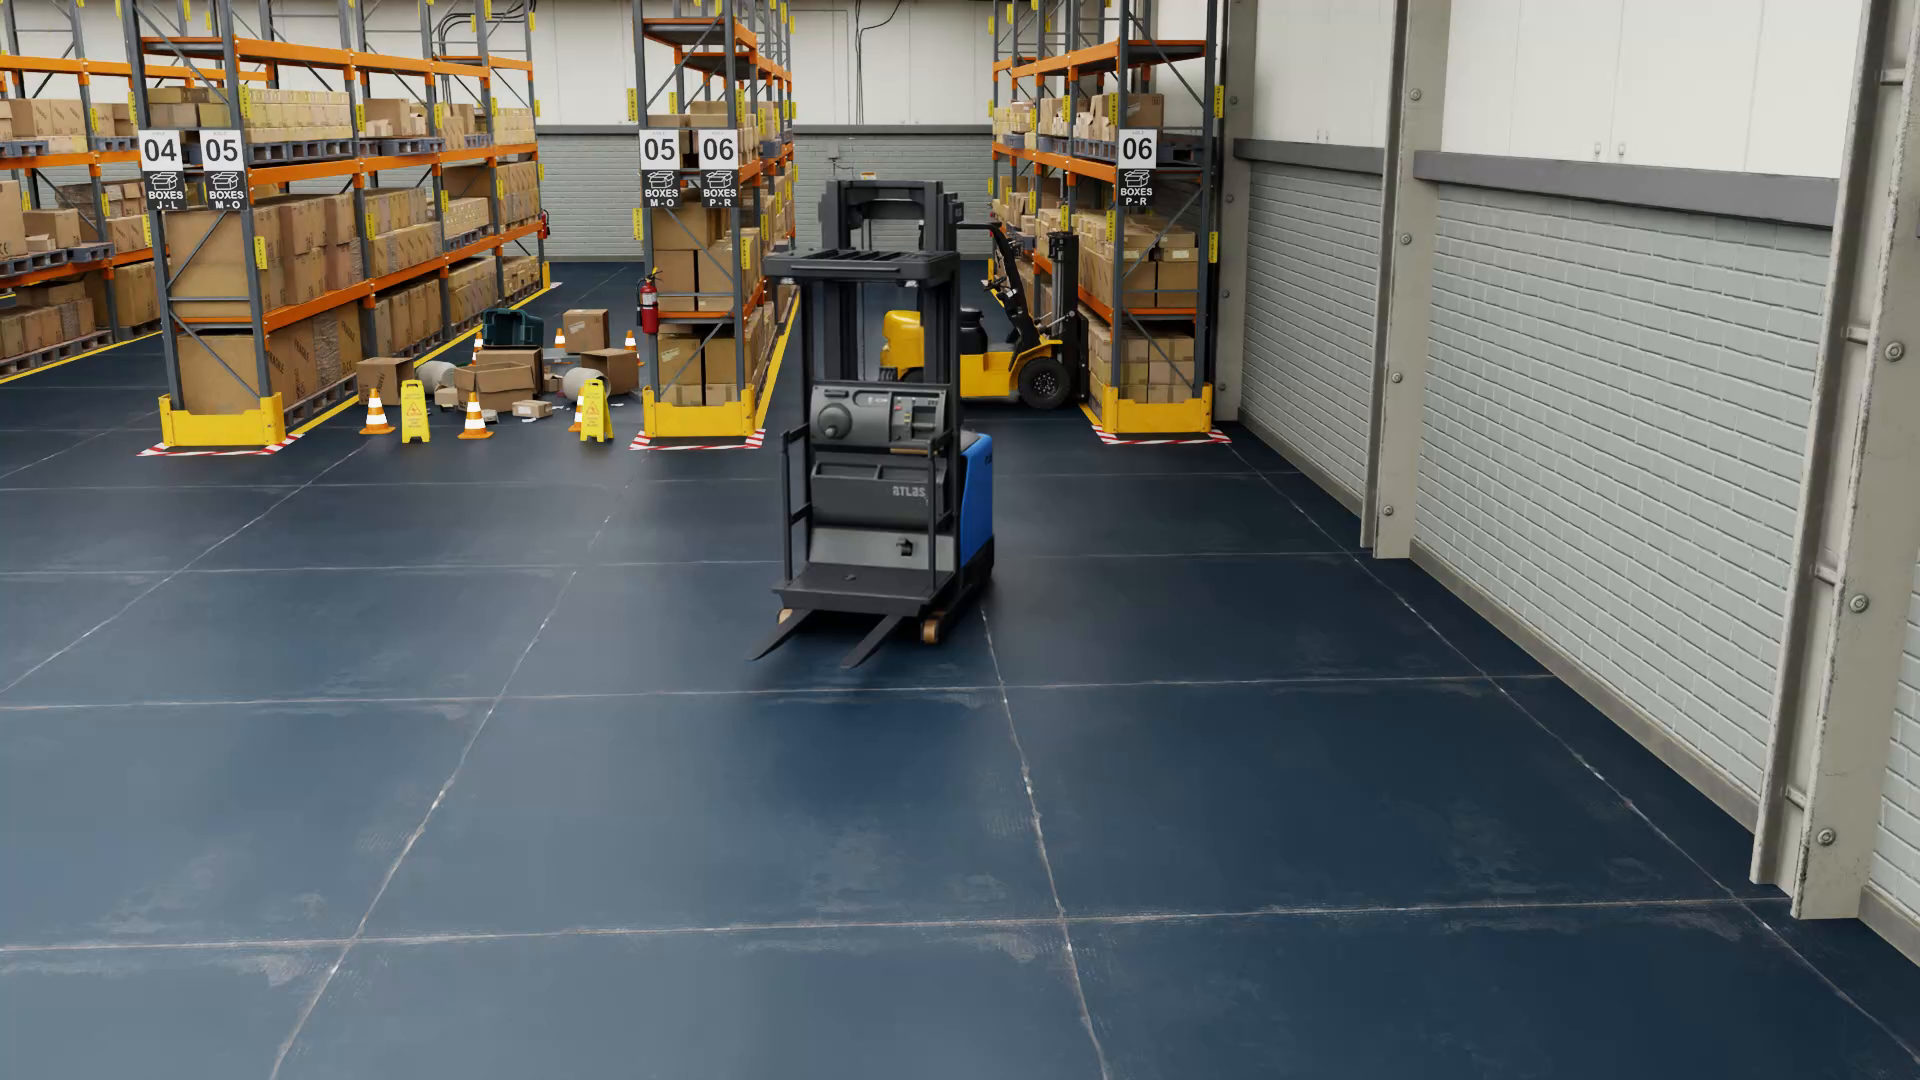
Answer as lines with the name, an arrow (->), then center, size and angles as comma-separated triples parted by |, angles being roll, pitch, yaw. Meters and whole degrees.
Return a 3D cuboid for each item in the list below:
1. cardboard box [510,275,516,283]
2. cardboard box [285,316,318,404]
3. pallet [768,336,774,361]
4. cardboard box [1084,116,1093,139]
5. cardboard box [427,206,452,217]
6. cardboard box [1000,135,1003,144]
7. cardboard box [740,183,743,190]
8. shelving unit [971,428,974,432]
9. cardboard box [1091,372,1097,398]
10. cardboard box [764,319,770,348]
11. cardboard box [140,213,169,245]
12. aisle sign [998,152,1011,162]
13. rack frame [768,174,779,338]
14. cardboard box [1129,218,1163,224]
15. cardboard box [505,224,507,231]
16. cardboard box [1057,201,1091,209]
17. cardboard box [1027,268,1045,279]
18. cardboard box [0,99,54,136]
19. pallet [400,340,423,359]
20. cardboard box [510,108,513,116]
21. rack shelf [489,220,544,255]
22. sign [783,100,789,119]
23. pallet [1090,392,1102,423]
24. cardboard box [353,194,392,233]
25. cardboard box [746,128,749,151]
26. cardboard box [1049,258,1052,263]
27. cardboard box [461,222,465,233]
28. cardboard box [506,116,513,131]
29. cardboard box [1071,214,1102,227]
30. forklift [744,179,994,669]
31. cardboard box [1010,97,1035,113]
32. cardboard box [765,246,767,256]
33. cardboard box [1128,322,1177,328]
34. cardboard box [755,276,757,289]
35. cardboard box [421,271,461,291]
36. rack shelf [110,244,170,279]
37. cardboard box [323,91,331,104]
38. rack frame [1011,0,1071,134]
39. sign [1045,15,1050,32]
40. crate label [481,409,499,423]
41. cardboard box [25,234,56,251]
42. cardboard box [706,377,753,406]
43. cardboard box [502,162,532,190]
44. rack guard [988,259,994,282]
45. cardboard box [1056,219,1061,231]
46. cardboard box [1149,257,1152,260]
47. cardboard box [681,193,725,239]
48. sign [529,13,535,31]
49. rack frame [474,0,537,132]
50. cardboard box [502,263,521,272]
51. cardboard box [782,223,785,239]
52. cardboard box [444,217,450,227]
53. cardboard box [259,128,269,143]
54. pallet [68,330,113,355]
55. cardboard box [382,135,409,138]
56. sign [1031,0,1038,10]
cardboard box -> -8.350, -4.791, 30.409 | 0.380, 0.149, 0.250 | 0, 14, -1
cardboard box -> -7.904, -2.048, 18.887 | 0.875, 0.875, 0.875 | -1, 14, -4
pallet -> -3.182, -2.731, 23.716 | 1.003, 0.211, 1.213 | -1, 14, -3
cardboard box -> 1.689, -4.927, 19.861 | 0.396, 0.266, 0.258 | -1, 14, -5
cardboard box -> -8.101, -5.092, 25.766 | 0.380, 0.149, 0.250 | -1, 14, -4
cardboard box -> 0.943, -7.511, 31.182 | 0.380, 0.149, 0.250 | -1, 14, -3
cardboard box -> -3.594, -5.235, 25.647 | 0.500, 0.500, 0.500 | -1, 14, -5
shelving unit -> 0.000, -0.438, 13.422 | 0.258, 0.900, 0.210 | -1, 14, -3
cardboard box -> 1.783, -1.774, 19.076 | 0.500, 0.250, 0.500 | -1, 14, -3
cardboard box -> -3.136, -2.823, 22.911 | 0.950, 0.372, 0.625 | 0, 14, 0
cardboard box -> -13.049, -4.979, 26.656 | 0.500, 0.500, 0.500 | -1, 14, -3
aisle sign -> 0.860, -7.917, 33.059 | 0.394, 0.787, 0.004 | -1, 14, -3
rack frame -> -3.301, -4.578, 25.300 | 1.000, 3.000, 0.127 | -1, 14, -3
cardboard box -> 2.304, -3.903, 20.576 | 0.380, 0.149, 0.250 | -1, 14, -5
cardboard box -> -8.344, -5.622, 29.860 | 0.380, 0.149, 0.250 | -2, 15, -6
cardboard box -> 1.777, -5.038, 26.044 | 0.500, 0.500, 0.500 | 0, 14, -1
cardboard box -> 1.315, -4.412, 27.526 | 0.380, 0.149, 0.250 | -2, 15, -6
cardboard box -> -12.855, -5.803, 22.837 | 0.500, 0.500, 0.500 | -1, 14, -2
pallet -> -8.189, -2.626, 23.310 | 1.003, 0.211, 1.213 | -1, 14, -3
cardboard box -> -8.322, -7.755, 30.126 | 0.380, 0.149, 0.250 | -1, 14, -5
rack shelf -> -8.607, -5.621, 30.795 | 1.077, 0.370, 4.000 | -1, 14, -3
sign -> -3.008, -7.439, 28.731 | 0.100, 0.325, 0.005 | -1, 14, -3
pallet -> 2.059, -1.505, 18.953 | 1.003, 0.211, 1.213 | -1, 14, -3
cardboard box -> -8.089, -4.392, 22.367 | 0.700, 0.500, 0.500 | -1, 14, -3
cardboard box -> -2.649, -4.495, 18.663 | 0.500, 0.250, 0.500 | 0, 14, -2
cardboard box -> 1.532, -4.087, 23.692 | 0.500, 0.250, 0.500 | 0, 14, -2
cardboard box -> -8.146, -5.003, 26.611 | 0.380, 0.149, 0.250 | -1, 14, -3
cardboard box -> -8.317, -7.466, 29.803 | 0.500, 0.250, 0.500 | -1, 14, -2
cardboard box -> 1.624, -4.084, 21.279 | 0.380, 0.149, 0.250 | -1, 14, -2
forklift -> -0.597, -0.841, 10.913 | 1.130, 2.935, 3.031 | 4, 15, 14
cardboard box -> 1.075, -7.498, 28.660 | 0.396, 0.266, 0.258 | -1, 14, -4
cardboard box -> -2.779, -3.870, 22.208 | 0.380, 0.149, 0.250 | -1, 14, -2
cardboard box -> 2.253, -2.393, 19.478 | 0.500, 0.250, 0.500 | -1, 14, -4
cardboard box -> -2.663, -3.134, 20.191 | 0.380, 0.149, 0.250 | -1, 14, -4
cardboard box -> -8.037, -4.008, 25.753 | 0.500, 0.250, 0.500 | -2, 15, -6
rack shelf -> -13.316, -4.574, 26.729 | 1.077, 0.370, 4.000 | -1, 14, -3
cardboard box -> -7.601, -5.177, 19.470 | 0.380, 0.149, 0.250 | -1, 14, -2
rack frame -> 1.405, -8.556, 28.721 | 1.000, 3.000, 0.127 | -1, 14, -3
sign -> 1.712, -10.083, 32.465 | 0.100, 0.325, 0.005 | -1, 14, -3
crate label -> -5.317, -1.382, 18.624 | 0.250, 0.136, 0.298 | -9, 17, -32
cardboard box -> -12.819, -4.153, 23.075 | 0.396, 0.266, 0.258 | -1, 14, -5
cardboard box -> -2.579, -1.665, 18.654 | 0.500, 0.250, 0.500 | -1, 14, -4
cardboard box -> -8.423, -6.907, 31.547 | 0.500, 0.500, 0.500 | -1, 14, -5
rack guard -> 1.162, -5.416, 33.573 | 1.175, 0.500, 0.348 | -1, 14, -3
cardboard box -> 1.512, -4.294, 22.693 | 0.380, 0.149, 0.250 | -1, 14, -5
cardboard box -> 2.340, -2.971, 18.854 | 0.500, 0.500, 0.500 | 0, 14, -2
cardboard box -> -3.106, -3.766, 19.341 | 0.700, 0.500, 0.500 | -1, 14, -4
sign -> -8.176, -9.904, 31.769 | 0.100, 0.325, 0.005 | -1, 14, -3
rack frame -> -8.731, -9.372, 31.891 | 1.000, 3.000, 0.127 | -1, 14, -3
cardboard box -> -8.369, -5.060, 30.858 | 0.380, 0.149, 0.250 | -1, 14, -3
cardboard box -> -3.239, -5.266, 28.275 | 0.500, 0.250, 0.500 | -1, 14, -4
cardboard box -> -8.084, -4.893, 25.589 | 0.380, 0.149, 0.250 | 0, 14, -1
cardboard box -> -7.458, -4.224, 17.363 | 0.380, 0.149, 0.250 | -1, 14, -3
pallet -> -13.145, -2.880, 24.298 | 1.003, 0.211, 1.213 | -1, 14, -3
cardboard box -> -8.524, -6.116, 25.056 | 0.500, 0.500, 0.500 | -1, 14, -3
sign -> 1.112, -8.041, 24.686 | 0.100, 0.325, 0.005 | -1, 14, -3
